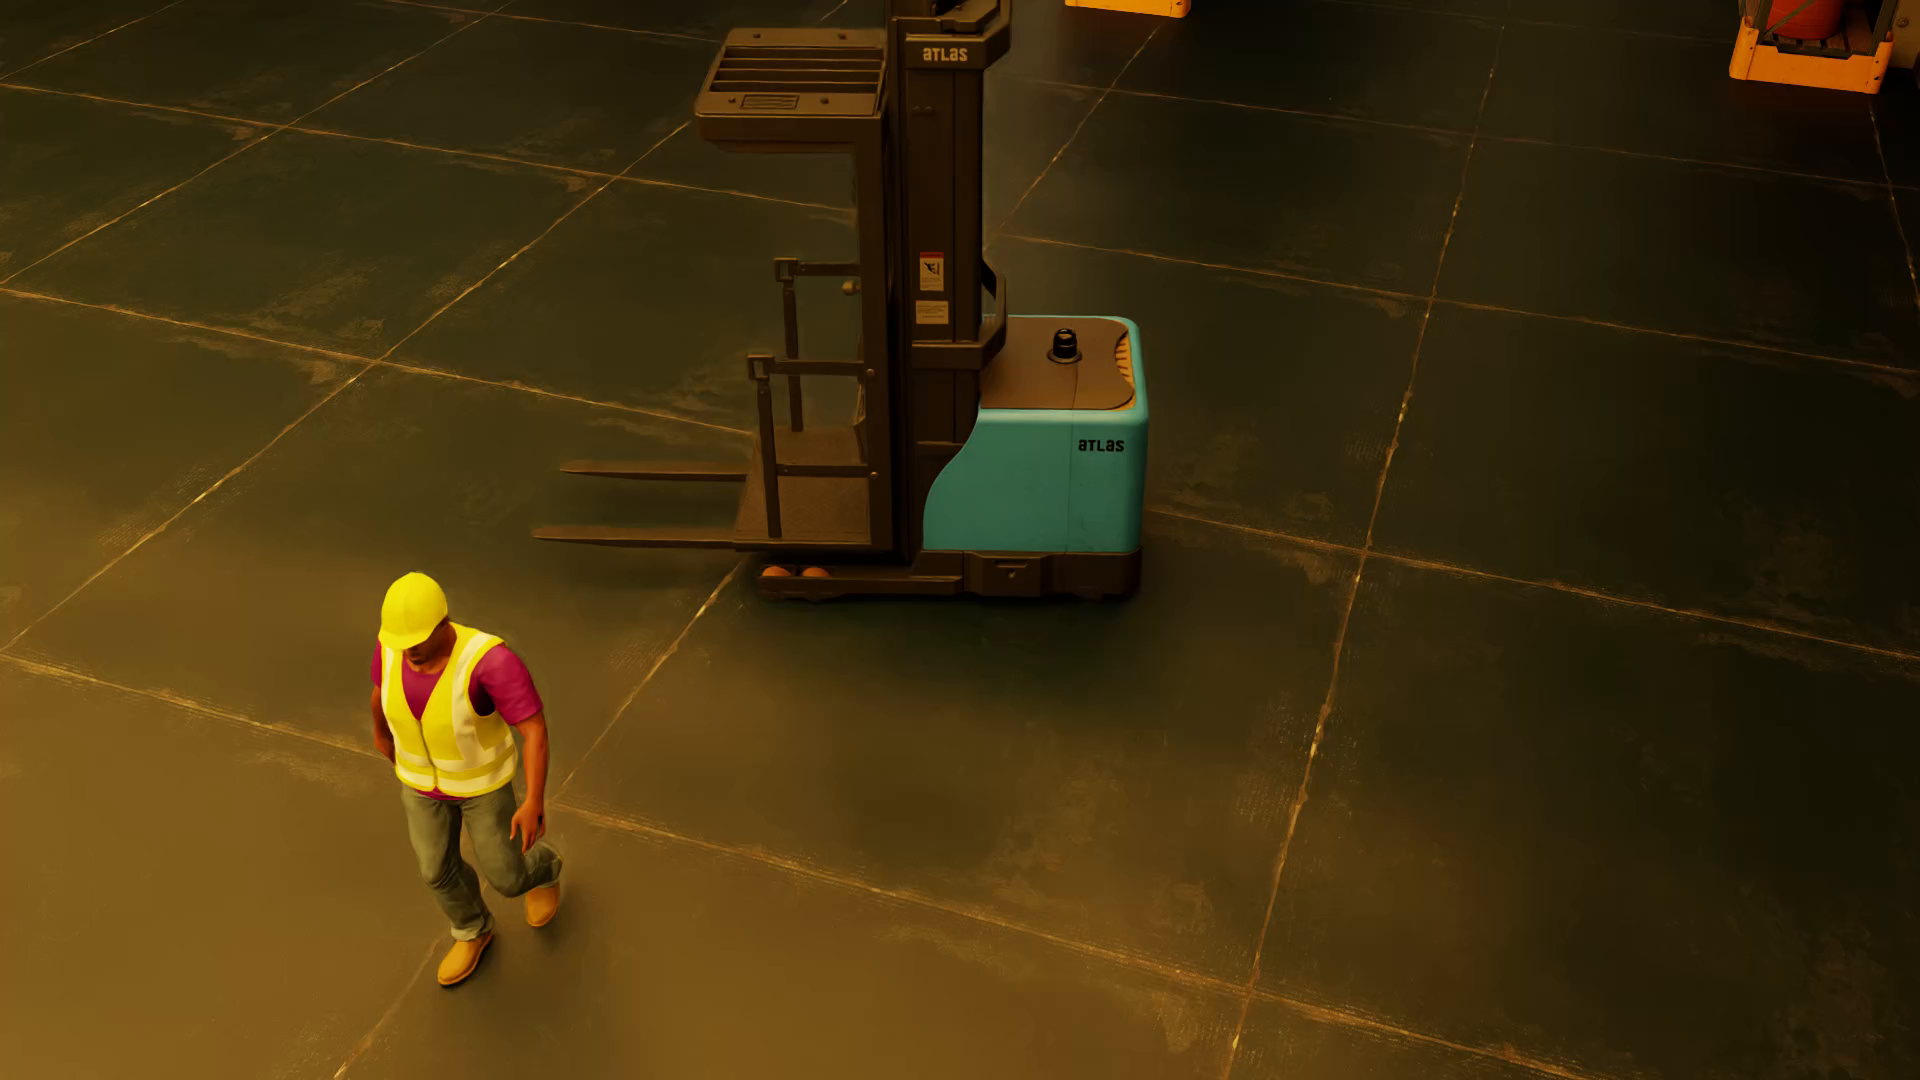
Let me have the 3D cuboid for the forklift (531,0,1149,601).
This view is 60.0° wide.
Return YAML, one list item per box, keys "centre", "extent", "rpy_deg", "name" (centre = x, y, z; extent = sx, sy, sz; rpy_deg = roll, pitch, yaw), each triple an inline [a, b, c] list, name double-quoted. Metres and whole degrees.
- centre: [-0.615, -1.199, 7.802]
  extent: [3.031, 2.935, 1.130]
  rpy_deg: [1, 35, 1]
  name: "forklift"

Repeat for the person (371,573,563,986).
- centre: [-1.787, 0.829, 5.965]
  extent: [0.829, 1.747, 0.583]
  rpy_deg: [7, 36, 9]
  name: "person"
